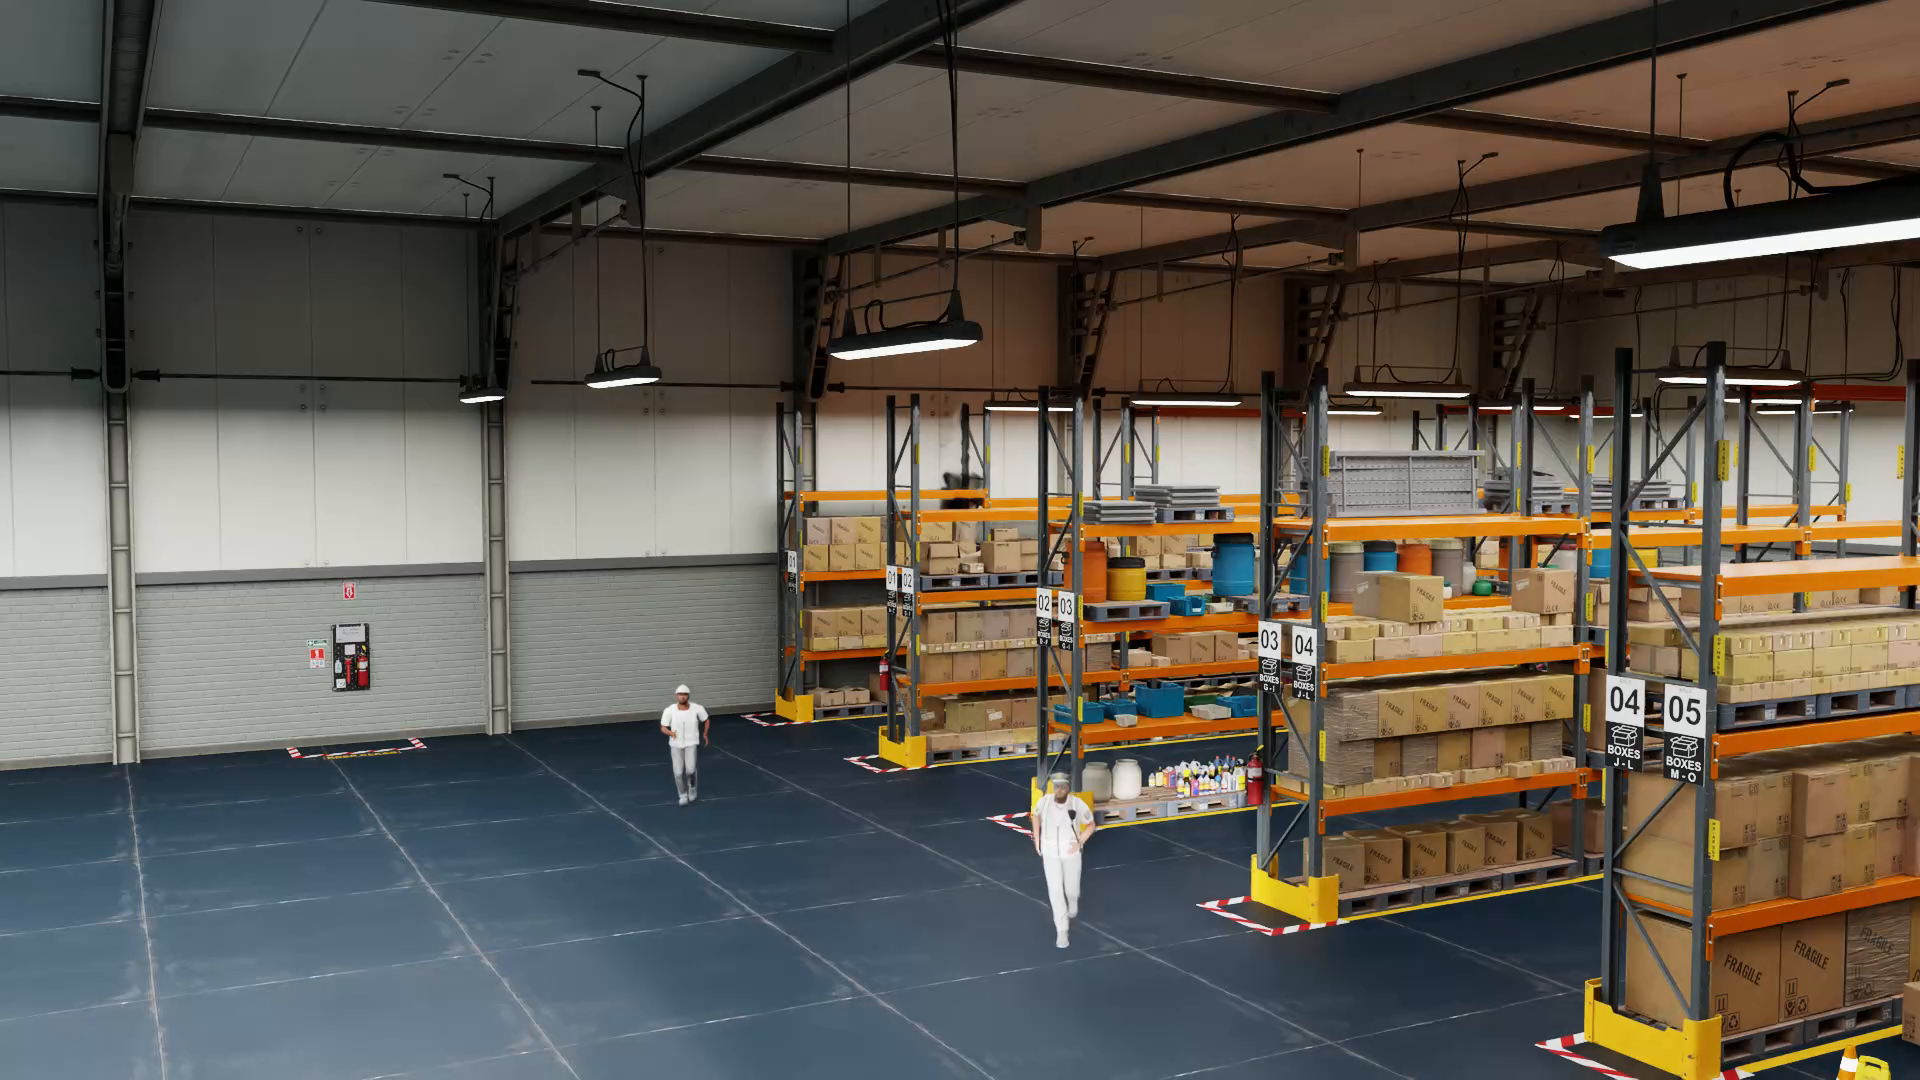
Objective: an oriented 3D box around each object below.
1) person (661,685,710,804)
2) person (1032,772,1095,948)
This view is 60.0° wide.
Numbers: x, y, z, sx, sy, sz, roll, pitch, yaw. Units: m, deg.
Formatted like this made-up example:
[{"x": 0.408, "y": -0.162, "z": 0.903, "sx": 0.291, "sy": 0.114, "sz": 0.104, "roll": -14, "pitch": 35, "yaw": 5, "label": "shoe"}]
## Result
[{"x": -3.943, "y": 2.940, "z": 23.808, "sx": 0.685, "sy": 1.725, "sz": 0.623, "roll": 0, "pitch": 3, "yaw": -5, "label": "person"}, {"x": 1.086, "y": 3.302, "z": 17.554, "sx": 0.686, "sy": 1.777, "sz": 0.944, "roll": 1, "pitch": 3, "yaw": 11, "label": "person"}]
